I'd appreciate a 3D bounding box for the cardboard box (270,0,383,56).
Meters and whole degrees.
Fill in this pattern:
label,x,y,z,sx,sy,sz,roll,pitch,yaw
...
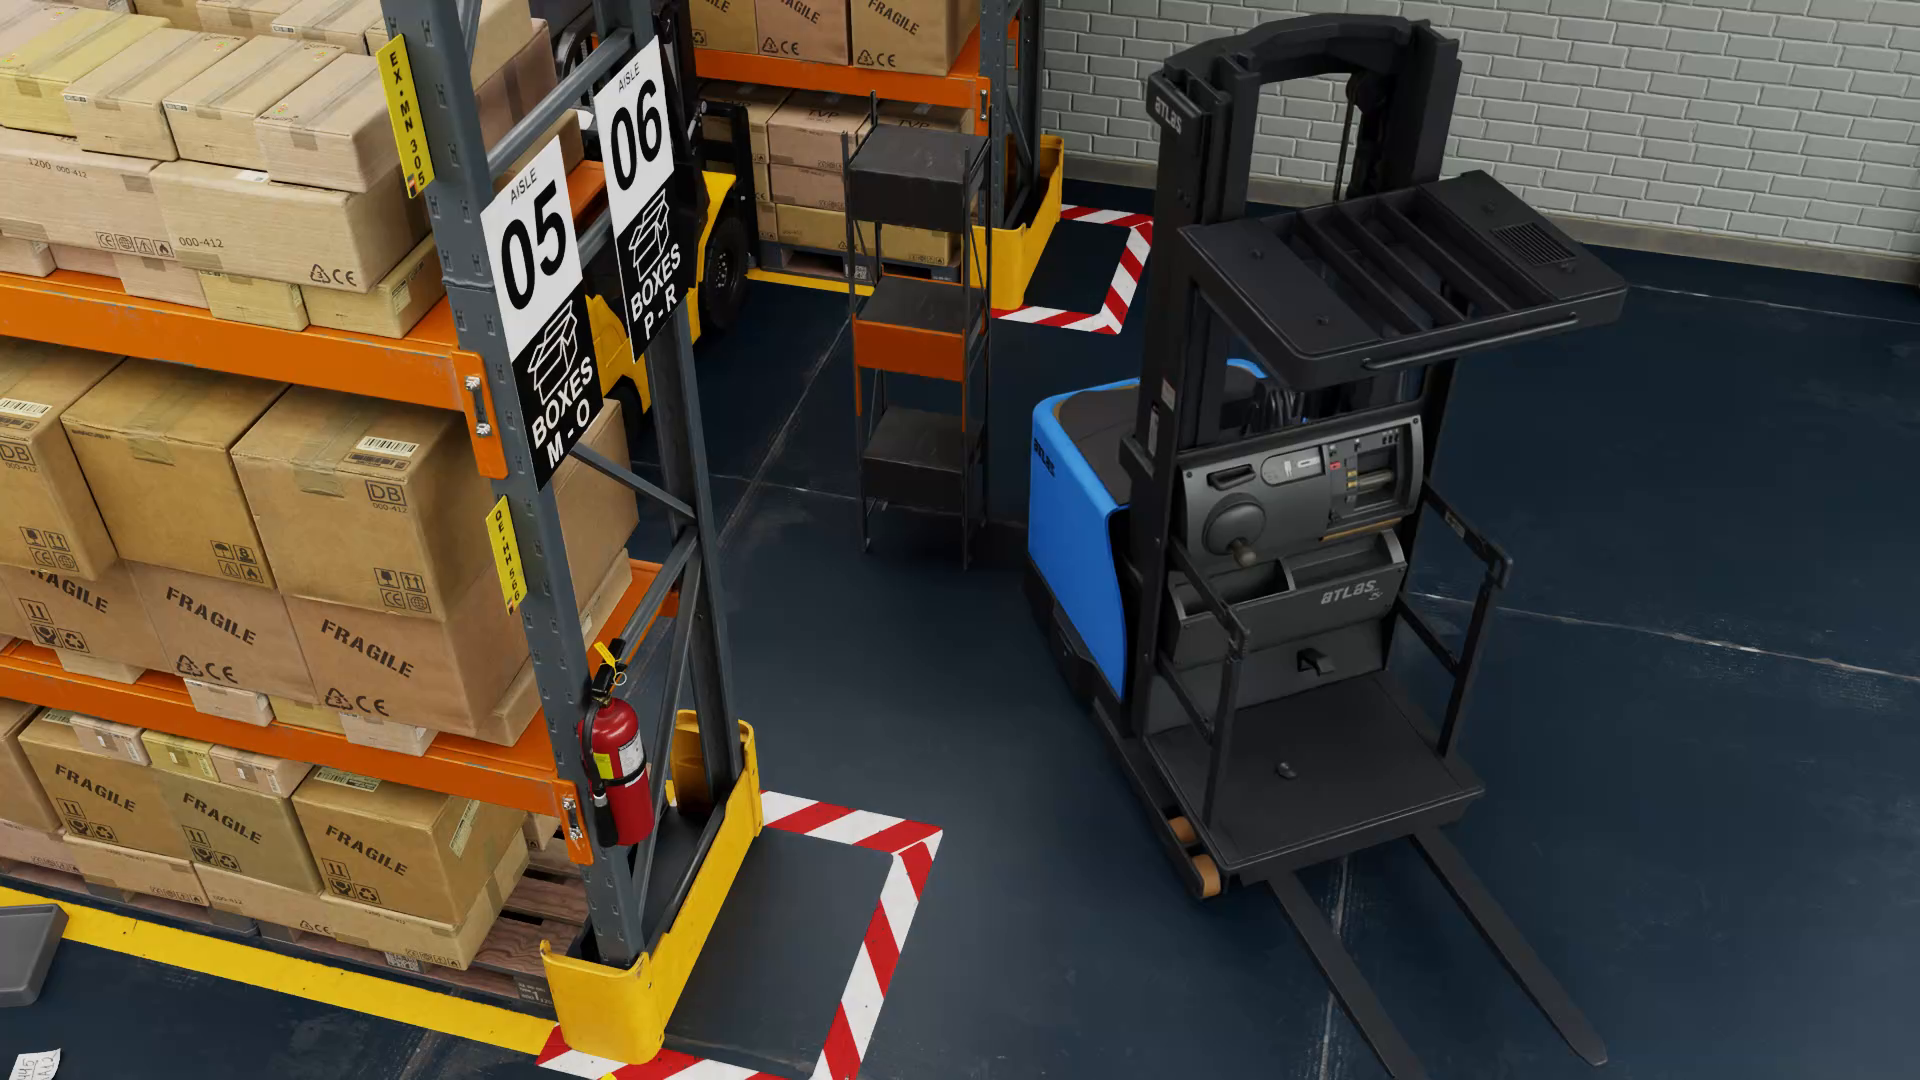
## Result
label,x,y,z,sx,sy,sz,roll,pitch,yaw
cardboard box,-1.531,-1.310,4.245,0.250,0.149,0.380,10,41,11

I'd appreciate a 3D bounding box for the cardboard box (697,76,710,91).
label,x,y,z,sx,sy,sz,roll,pitch,yaw
cardboard box,-1.711,-2.440,9.382,0.500,0.250,0.500,9,41,11

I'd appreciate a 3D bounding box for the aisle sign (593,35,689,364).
label,x,y,z,sx,sy,sz,roll,pitch,yaw
aisle sign,-0.853,-0.912,4.507,0.004,0.787,0.394,10,41,11

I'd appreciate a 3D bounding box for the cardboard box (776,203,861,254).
label,x,y,z,sx,sy,sz,roll,pitch,yaw
cardboard box,-0.727,-1.897,9.513,0.500,0.250,0.500,10,41,11

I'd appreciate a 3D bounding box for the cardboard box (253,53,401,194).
label,x,y,z,sx,sy,sz,roll,pitch,yaw
cardboard box,-1.396,-0.965,3.834,0.250,0.149,0.380,10,41,12

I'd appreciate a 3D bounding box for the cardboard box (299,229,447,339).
label,x,y,z,sx,sy,sz,roll,pitch,yaw
cardboard box,-1.410,-0.672,4.106,0.250,0.149,0.380,10,41,12

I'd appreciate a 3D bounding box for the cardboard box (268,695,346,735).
label,x,y,z,sx,sy,sz,roll,pitch,yaw
cardboard box,-1.925,0.403,5.157,0.250,0.149,0.380,9,41,11

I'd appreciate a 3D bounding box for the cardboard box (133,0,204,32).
label,x,y,z,sx,sy,sz,roll,pitch,yaw
cardboard box,-1.980,-1.478,4.445,0.250,0.149,0.380,10,41,11

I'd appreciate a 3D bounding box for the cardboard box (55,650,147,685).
label,x,y,z,sx,sy,sz,roll,pitch,yaw
cardboard box,-2.663,0.263,5.324,0.250,0.149,0.380,9,41,11

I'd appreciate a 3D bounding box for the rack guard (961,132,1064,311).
label,x,y,z,sx,sy,sz,roll,pitch,yaw
rack guard,0.310,-1.858,9.598,0.348,0.500,1.175,10,41,11

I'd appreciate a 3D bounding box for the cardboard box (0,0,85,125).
label,x,y,z,sx,sy,sz,roll,pitch,yaw
cardboard box,-2.353,-1.182,4.093,0.250,0.149,0.380,10,41,11

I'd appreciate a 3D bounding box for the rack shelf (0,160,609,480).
label,x,y,z,sx,sy,sz,roll,pitch,yaw
rack shelf,-2.925,-0.940,4.789,4.000,0.370,1.077,10,41,11

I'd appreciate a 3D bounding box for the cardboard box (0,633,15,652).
label,x,y,z,sx,sy,sz,roll,pitch,yaw
cardboard box,-3.152,0.191,5.410,0.250,0.149,0.380,10,41,11

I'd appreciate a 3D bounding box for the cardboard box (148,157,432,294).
label,x,y,z,sx,sy,sz,roll,pitch,yaw
cardboard box,-1.557,-0.857,4.016,0.500,0.250,0.500,9,41,11

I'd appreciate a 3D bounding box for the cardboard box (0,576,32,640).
label,x,y,z,sx,sy,sz,roll,pitch,yaw
cardboard box,-3.038,-0.073,5.220,0.500,0.500,0.500,10,41,12

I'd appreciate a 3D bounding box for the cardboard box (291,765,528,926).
label,x,y,z,sx,sy,sz,roll,pitch,yaw
cardboard box,-1.834,0.899,5.600,0.500,0.500,0.500,10,41,12

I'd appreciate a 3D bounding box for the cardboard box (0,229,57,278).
label,x,y,z,sx,sy,sz,roll,pitch,yaw
cardboard box,-2.387,-0.854,4.322,0.250,0.149,0.380,9,41,11

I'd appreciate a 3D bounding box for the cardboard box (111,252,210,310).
label,x,y,z,sx,sy,sz,roll,pitch,yaw
cardboard box,-1.907,-0.759,4.209,0.250,0.149,0.380,11,41,13

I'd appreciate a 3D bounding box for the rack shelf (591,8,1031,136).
label,x,y,z,sx,sy,sz,roll,pitch,yaw
rack shelf,-1.646,-2.876,9.426,4.000,0.370,1.077,10,41,11

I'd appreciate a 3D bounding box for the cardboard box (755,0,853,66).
label,x,y,z,sx,sy,sz,roll,pitch,yaw
cardboard box,-0.756,-2.868,8.779,0.500,0.500,0.500,11,41,13

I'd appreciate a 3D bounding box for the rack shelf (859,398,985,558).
label,x,y,z,sx,sy,sz,roll,pitch,yaw
rack shelf,-0.160,-0.285,7.591,0.480,0.518,0.431,10,41,11

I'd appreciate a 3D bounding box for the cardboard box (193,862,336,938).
label,x,y,z,sx,sy,sz,roll,pitch,yaw
cardboard box,-2.342,1.099,5.945,0.500,0.250,0.500,10,41,12

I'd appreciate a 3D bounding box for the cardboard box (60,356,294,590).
label,x,y,z,sx,sy,sz,roll,pitch,yaw
cardboard box,-2.030,-0.308,4.722,0.500,0.500,0.700,10,41,12

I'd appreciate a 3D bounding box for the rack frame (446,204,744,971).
label,x,y,z,sx,sy,sz,roll,pitch,yaw
rack frame,-0.993,0.266,5.126,0.127,3.000,1.000,10,41,11

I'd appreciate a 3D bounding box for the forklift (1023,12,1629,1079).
label,x,y,z,sx,sy,sz,roll,pitch,yaw
forklift,1.269,-0.095,5.608,1.130,2.935,3.031,-13,42,-16

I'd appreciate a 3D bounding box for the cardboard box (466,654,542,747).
label,x,y,z,sx,sy,sz,roll,pitch,yaw
cardboard box,-1.410,0.432,5.123,0.250,0.149,0.380,11,41,13

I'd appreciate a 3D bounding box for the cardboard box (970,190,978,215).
label,x,y,z,sx,sy,sz,roll,pitch,yaw
cardboard box,-0.137,-2.130,9.790,0.500,0.250,0.500,10,41,12

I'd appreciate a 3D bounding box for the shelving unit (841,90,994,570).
label,x,y,z,sx,sy,sz,roll,pitch,yaw
shelving unit,-0.160,-0.832,7.132,0.503,2.100,0.431,10,41,11

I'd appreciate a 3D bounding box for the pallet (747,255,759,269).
label,x,y,z,sx,sy,sz,roll,pitch,yaw
pallet,-1.638,-2.056,10.059,1.213,0.211,1.003,10,41,11

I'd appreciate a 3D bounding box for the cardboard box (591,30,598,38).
label,x,y,z,sx,sy,sz,roll,pitch,yaw
cardboard box,-1.739,-3.030,8.972,0.500,0.500,0.500,10,41,12

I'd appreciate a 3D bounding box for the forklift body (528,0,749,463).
label,x,y,z,sx,sy,sz,roll,pitch,yaw
forklift body,-2.017,-1.676,8.097,1.214,2.155,2.313,10,41,11

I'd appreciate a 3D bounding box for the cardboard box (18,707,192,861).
label,x,y,z,sx,sy,sz,roll,pitch,yaw
cardboard box,-2.825,0.726,5.806,0.500,0.500,0.500,9,41,10

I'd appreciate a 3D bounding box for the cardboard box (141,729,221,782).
label,x,y,z,sx,sy,sz,roll,pitch,yaw
cardboard box,-2.448,0.588,5.466,0.250,0.149,0.380,10,41,12

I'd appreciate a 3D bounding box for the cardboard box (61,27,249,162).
label,x,y,z,sx,sy,sz,roll,pitch,yaw
cardboard box,-1.887,-1.063,3.951,0.250,0.149,0.380,9,41,11

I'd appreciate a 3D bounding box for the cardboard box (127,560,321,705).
label,x,y,z,sx,sy,sz,roll,pitch,yaw
cardboard box,-2.071,0.108,5.004,0.500,0.500,0.500,10,41,12

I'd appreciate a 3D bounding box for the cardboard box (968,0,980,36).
label,x,y,z,sx,sy,sz,roll,pitch,yaw
cardboard box,-0.120,-3.112,9.070,0.500,0.500,0.500,11,41,13

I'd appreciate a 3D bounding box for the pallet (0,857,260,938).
label,x,y,z,sx,sy,sz,roll,pitch,yaw
pallet,-3.017,0.960,6.468,1.213,0.211,1.003,10,41,11

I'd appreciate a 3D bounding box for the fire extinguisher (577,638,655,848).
label,x,y,z,sx,sy,sz,roll,pitch,yaw
fire extinguisher,-1.002,0.600,4.787,0.183,0.674,0.296,10,41,11

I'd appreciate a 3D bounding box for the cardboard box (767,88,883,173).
label,x,y,z,sx,sy,sz,roll,pitch,yaw
cardboard box,-0.734,-2.274,9.183,0.500,0.250,0.500,10,41,12

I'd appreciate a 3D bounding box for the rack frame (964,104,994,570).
label,x,y,z,sx,sy,sz,roll,pitch,yaw
rack frame,0.076,-0.791,7.084,0.015,2.100,0.400,10,41,11

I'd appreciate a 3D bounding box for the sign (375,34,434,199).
label,x,y,z,sx,sy,sz,roll,pitch,yaw
sign,-1.156,-0.881,3.470,0.005,0.325,0.100,10,41,11

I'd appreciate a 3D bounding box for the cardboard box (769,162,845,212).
label,x,y,z,sx,sy,sz,roll,pitch,yaw
cardboard box,-0.746,-2.095,9.359,0.500,0.250,0.500,9,41,11

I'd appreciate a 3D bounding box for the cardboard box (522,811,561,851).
label,x,y,z,sx,sy,sz,roll,pitch,yaw
cardboard box,-1.701,0.852,6.240,0.500,0.250,0.500,9,41,11

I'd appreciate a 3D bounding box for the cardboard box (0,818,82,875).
label,x,y,z,sx,sy,sz,roll,pitch,yaw
cardboard box,-3.325,0.927,6.150,0.500,0.250,0.500,9,41,11

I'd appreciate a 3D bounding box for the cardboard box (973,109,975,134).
label,x,y,z,sx,sy,sz,roll,pitch,yaw
cardboard box,-0.129,-2.507,9.461,0.500,0.250,0.500,9,41,11

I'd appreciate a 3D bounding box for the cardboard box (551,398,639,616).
label,x,y,z,sx,sy,sz,roll,pitch,yaw
cardboard box,-1.379,-0.138,5.297,0.500,0.500,0.500,9,41,11
